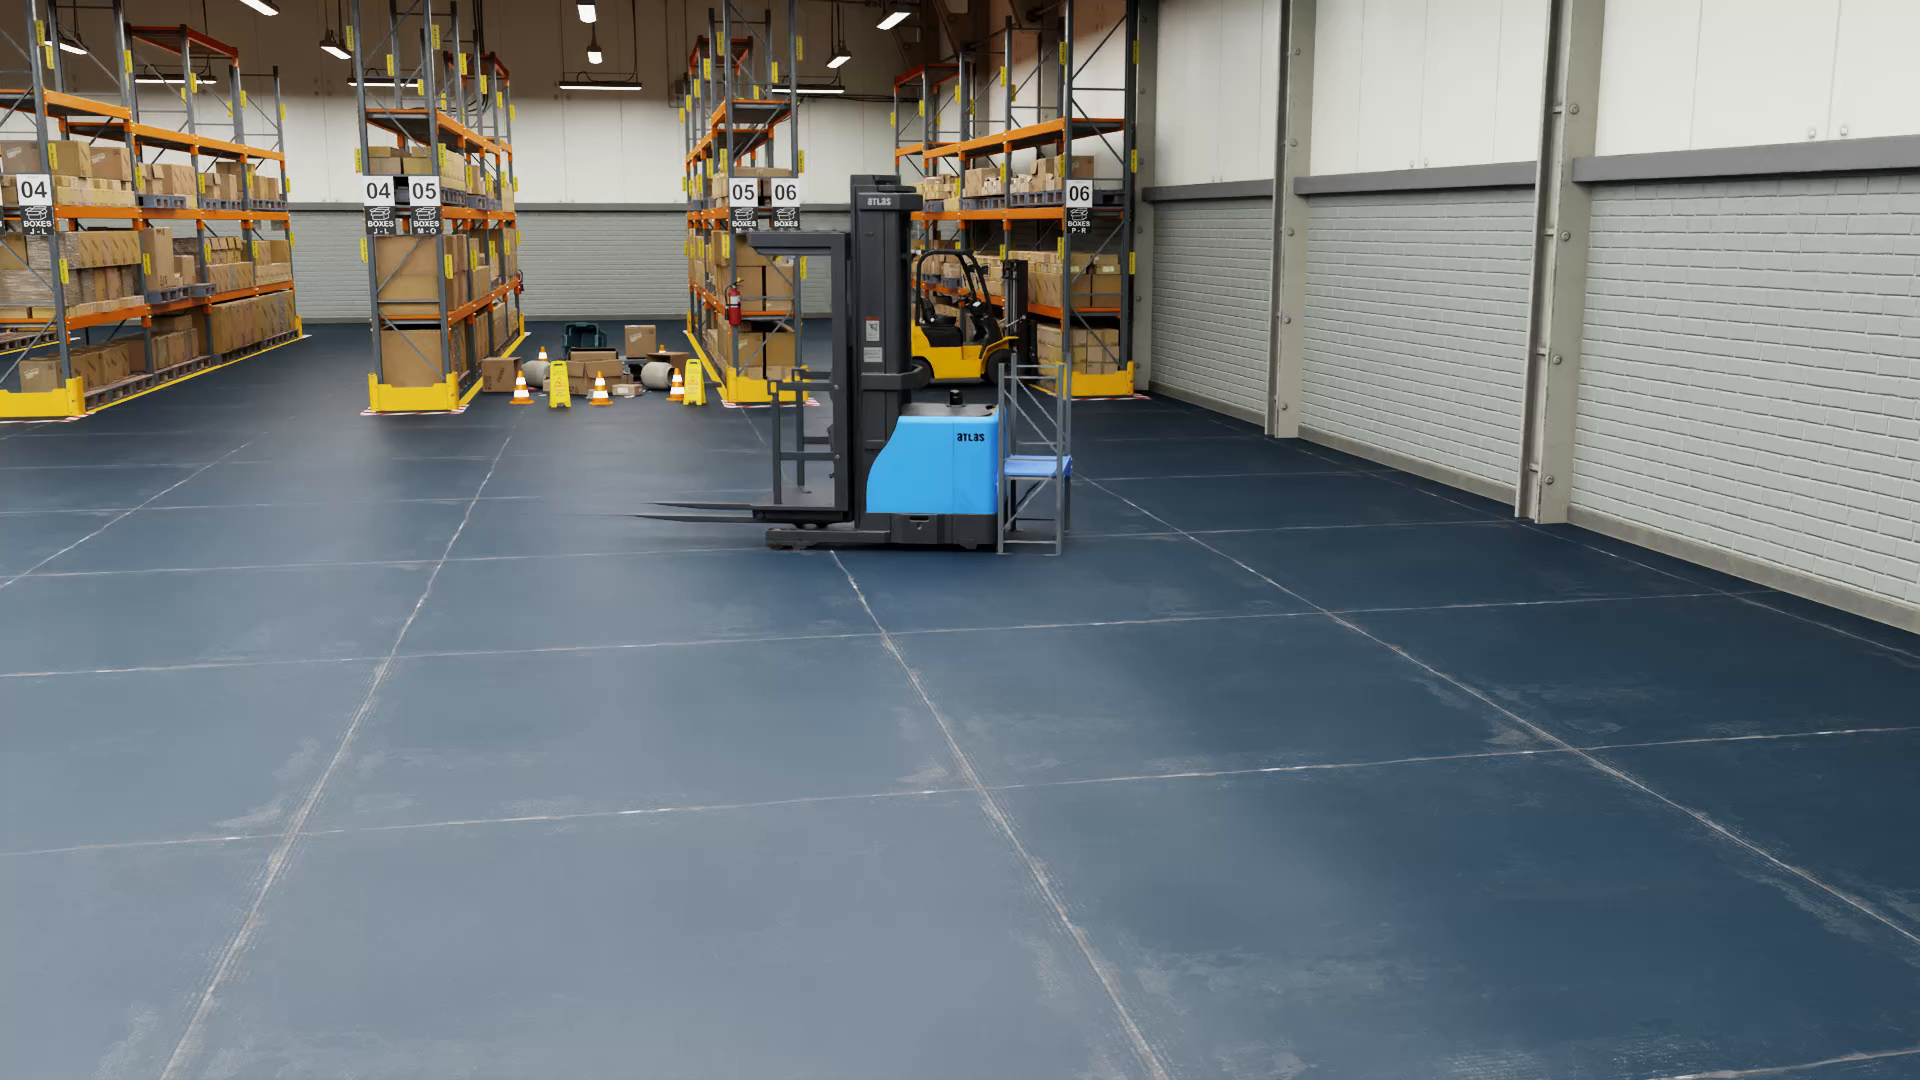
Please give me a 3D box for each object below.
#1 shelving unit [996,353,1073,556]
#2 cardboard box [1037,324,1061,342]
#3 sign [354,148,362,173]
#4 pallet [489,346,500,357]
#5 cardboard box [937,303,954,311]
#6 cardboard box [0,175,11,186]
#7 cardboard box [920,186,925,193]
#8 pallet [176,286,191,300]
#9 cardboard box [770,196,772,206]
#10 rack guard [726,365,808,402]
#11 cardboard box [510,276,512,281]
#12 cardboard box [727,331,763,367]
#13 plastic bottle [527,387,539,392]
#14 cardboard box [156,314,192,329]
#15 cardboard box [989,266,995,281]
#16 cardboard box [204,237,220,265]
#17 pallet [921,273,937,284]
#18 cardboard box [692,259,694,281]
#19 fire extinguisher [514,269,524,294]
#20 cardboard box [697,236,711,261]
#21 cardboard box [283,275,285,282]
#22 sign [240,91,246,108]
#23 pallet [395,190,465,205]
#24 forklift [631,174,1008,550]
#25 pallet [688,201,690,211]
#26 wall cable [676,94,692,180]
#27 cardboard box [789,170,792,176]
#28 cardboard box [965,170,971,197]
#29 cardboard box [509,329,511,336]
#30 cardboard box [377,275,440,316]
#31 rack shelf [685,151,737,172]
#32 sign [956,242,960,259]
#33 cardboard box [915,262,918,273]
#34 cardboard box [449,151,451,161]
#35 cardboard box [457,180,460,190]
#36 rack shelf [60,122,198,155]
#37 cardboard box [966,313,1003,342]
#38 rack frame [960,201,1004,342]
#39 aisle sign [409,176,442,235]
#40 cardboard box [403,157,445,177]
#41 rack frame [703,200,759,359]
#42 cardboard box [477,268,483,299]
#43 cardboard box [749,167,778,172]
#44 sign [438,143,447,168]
[{"bbox_3d":[0.613,-0.713,13.434,0.538,1.500,1.048,1,11,7],"label":"shelving unit"},{"bbox_3d":[1.439,-3.303,26.584,0.500,0.250,0.500,-2,11,-10],"label":"cardboard box"},{"bbox_3d":[-8.191,-5.170,22.659,0.100,0.325,0.005,-2,11,-11],"label":"sign"},{"bbox_3d":[-9.363,-3.558,31.828,1.003,0.211,1.213,-2,11,-11],"label":"pallet"},{"bbox_3d":[-0.286,-5.025,35.903,0.380,0.149,0.250,-3,11,-14],"label":"cardboard box"},{"bbox_3d":[-12.901,-4.791,22.159,0.380,0.149,0.250,-2,11,-11],"label":"cardboard box"},{"bbox_3d":[-0.658,-7.579,35.958,0.380,0.149,0.250,-2,11,-9],"label":"cardboard box"},{"bbox_3d":[-13.672,-4.167,28.082,1.003,0.211,1.213,-2,11,-11],"label":"pallet"},{"bbox_3d":[-2.566,-4.939,24.273,0.380,0.149,0.250,-2,11,-11],"label":"cardboard box"},{"bbox_3d":[-2.835,-2.302,24.455,1.175,0.500,0.348,-2,11,-11],"label":"rack guard"},{"bbox_3d":[-10.257,-5.891,37.299,0.380,0.149,0.250,-3,11,-14],"label":"cardboard box"},{"bbox_3d":[-3.232,-2.878,25.018,0.500,0.500,0.500,-2,11,-11],"label":"cardboard box"},{"bbox_3d":[-6.688,-2.329,25.771,0.283,0.061,0.133,-6,13,-31],"label":"plastic bottle"},{"bbox_3d":[-13.937,-3.858,29.446,0.500,0.250,0.500,-2,11,-9],"label":"cardboard box"},{"bbox_3d":[0.816,-4.778,29.840,0.500,0.250,0.500,-2,11,-12],"label":"cardboard box"},{"bbox_3d":[-14.347,-5.419,31.197,0.797,0.503,0.637,-2,11,-10],"label":"cardboard box"},{"bbox_3d":[-0.238,-5.653,35.890,1.003,0.211,1.213,-2,11,-11],"label":"pallet"},{"bbox_3d":[-5.713,-6.028,37.077,0.500,0.500,0.500,-2,11,-12],"label":"cardboard box"},{"bbox_3d":[-10.364,-6.094,38.896,0.296,0.674,0.183,-2,11,-11],"label":"fire extinguisher"},{"bbox_3d":[-5.129,-5.982,34.161,0.500,0.500,0.500,-2,11,-12],"label":"cardboard box"},{"bbox_3d":[-15.113,-5.774,36.682,0.380,0.149,0.250,-2,11,-10],"label":"cardboard box"},{"bbox_3d":[-14.345,-8.823,33.277,0.100,0.325,0.005,-2,11,-11],"label":"sign"},{"bbox_3d":[-8.285,-5.331,25.897,1.003,0.211,1.213,-2,11,-11],"label":"pallet"},{"bbox_3d":[-1.144,-1.457,13.513,3.031,2.935,1.130,1,11,5],"label":"forklift"},{"bbox_3d":[-5.778,-7.745,38.581,1.003,0.211,1.213,-2,11,-11],"label":"pallet"},{"bbox_3d":[-7.315,-10.431,44.432,0.463,3.000,0.029,-2,11,-11],"label":"wall cable"},{"bbox_3d":[-2.718,-5.473,24.947,0.380,0.149,0.250,-2,11,-11],"label":"cardboard box"},{"bbox_3d":[0.394,-6.801,31.726,0.500,0.500,0.500,-2,11,-11],"label":"cardboard box"},{"bbox_3d":[-9.746,-4.403,35.308,0.380,0.149,0.250,-3,11,-13],"label":"cardboard box"},{"bbox_3d":[-7.773,-3.458,23.440,0.875,0.550,0.550,-2,11,-11],"label":"cardboard box"},{"bbox_3d":[-5.543,-8.481,37.182,1.077,0.370,4.000,-2,11,-11],"label":"rack shelf"},{"bbox_3d":[-0.039,-5.673,32.595,0.100,0.325,0.005,-2,11,-11],"label":"sign"},{"bbox_3d":[-0.736,-6.147,37.574,0.500,0.250,0.500,-2,11,-11],"label":"cardboard box"},{"bbox_3d":[-7.655,-5.621,24.332,0.380,0.149,0.250,-2,11,-12],"label":"cardboard box"},{"bbox_3d":[-7.852,-5.415,25.385,0.380,0.149,0.250,-2,11,-10],"label":"cardboard box"},{"bbox_3d":[-13.708,-6.654,27.580,1.077,0.370,4.000,-2,11,-11],"label":"rack shelf"},{"bbox_3d":[0.600,-4.090,32.388,0.875,0.625,0.625,-2,11,-9],"label":"cardboard box"},{"bbox_3d":[0.492,-5.165,32.809,1.000,3.000,0.127,-2,11,-11],"label":"rack frame"},{"bbox_3d":[-7.348,-4.593,22.851,0.394,0.787,0.004,-2,11,-11],"label":"aisle sign"},{"bbox_3d":[-7.498,-5.217,23.276,0.500,0.250,0.500,-2,11,-11],"label":"cardboard box"},{"bbox_3d":[-4.376,-4.983,31.857,1.000,3.000,0.127,-2,11,-11],"label":"rack frame"},{"bbox_3d":[-8.466,-4.391,28.477,0.500,0.500,0.500,-2,11,-11],"label":"cardboard box"},{"bbox_3d":[-3.426,-6.314,28.768,0.500,0.250,0.500,-2,11,-12],"label":"cardboard box"},{"bbox_3d":[-7.111,-5.279,22.836,0.100,0.325,0.005,-2,11,-11],"label":"sign"}]
